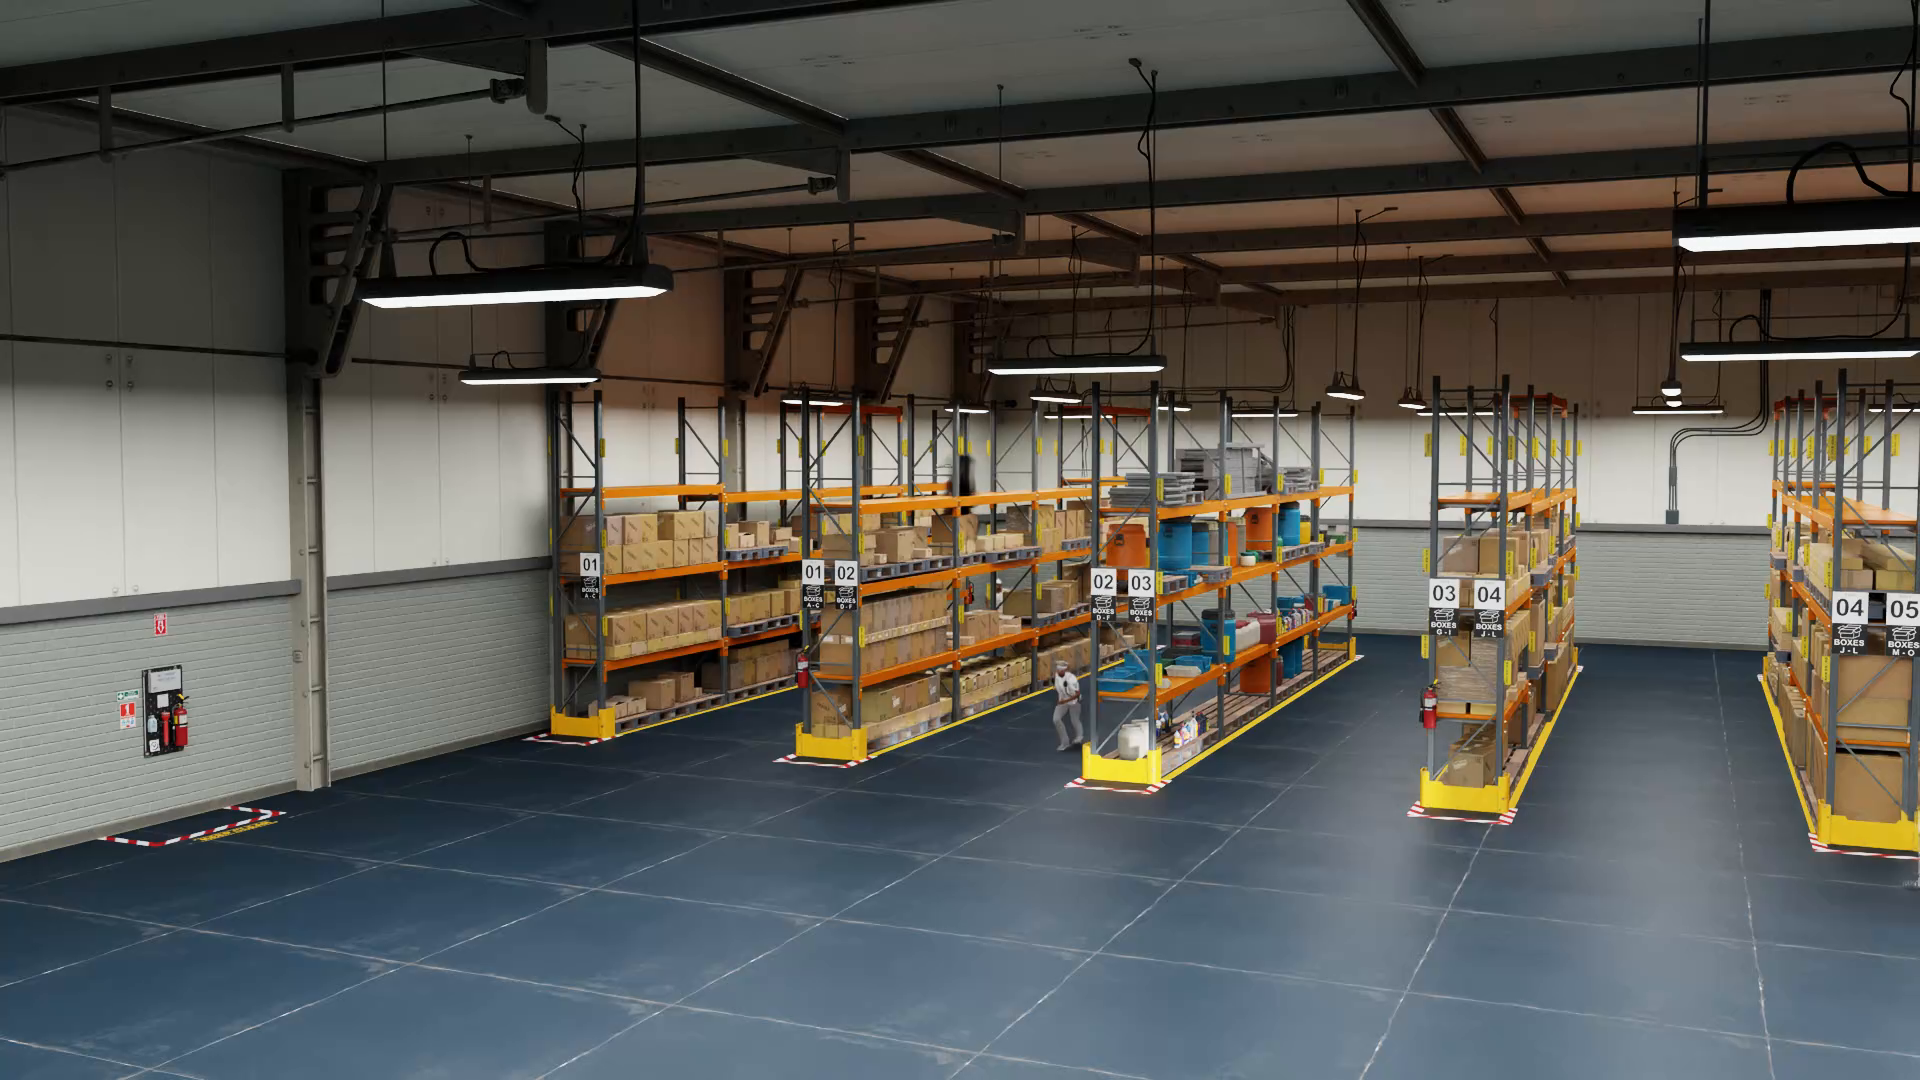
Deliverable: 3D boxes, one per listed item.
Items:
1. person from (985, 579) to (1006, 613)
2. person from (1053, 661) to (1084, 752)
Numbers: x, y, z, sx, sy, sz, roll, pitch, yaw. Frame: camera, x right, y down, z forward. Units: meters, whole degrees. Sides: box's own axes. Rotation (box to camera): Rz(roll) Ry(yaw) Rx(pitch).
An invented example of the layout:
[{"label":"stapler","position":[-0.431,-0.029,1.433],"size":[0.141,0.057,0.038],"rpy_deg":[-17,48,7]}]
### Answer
[{"label":"person","position":[0.961,1.829,42.075],"size":[0.701,1.730,0.851],"rpy_deg":[0,3,7]},{"label":"person","position":[1.851,2.717,27.641],"size":[0.587,1.508,1.015],"rpy_deg":[2,4,33]}]
